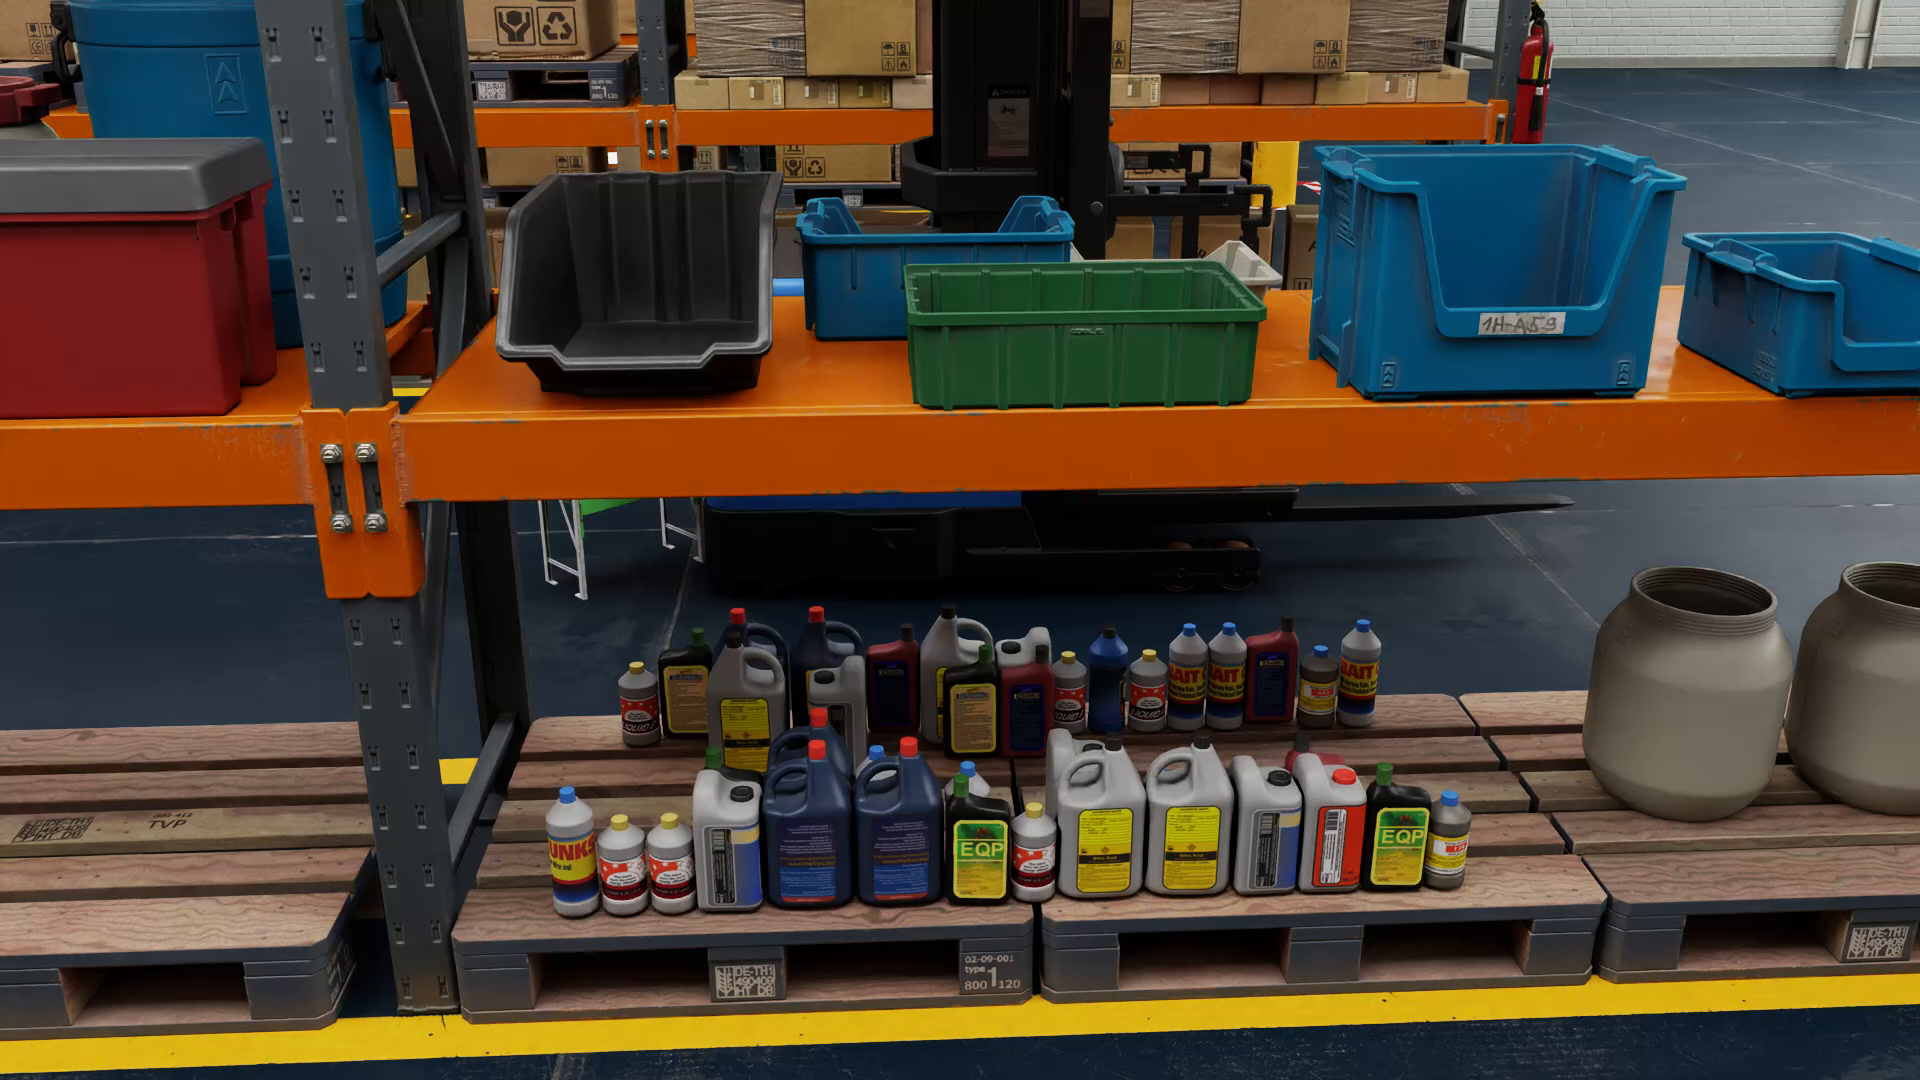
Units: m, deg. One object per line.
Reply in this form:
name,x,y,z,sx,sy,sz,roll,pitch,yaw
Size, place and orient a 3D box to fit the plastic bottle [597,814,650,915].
plastic bottle,-0.702,0.668,3.464,0.097,0.201,0.097,0,21,0

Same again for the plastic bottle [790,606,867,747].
plastic bottle,-0.329,0.332,4.138,0.185,0.351,0.144,-2,21,-6

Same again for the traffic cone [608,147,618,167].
traffic cone,-3.037,-3.428,14.474,0.334,0.463,0.336,-1,21,-3

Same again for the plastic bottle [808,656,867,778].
plastic bottle,-0.295,0.419,4.014,0.135,0.276,0.152,-1,21,-3

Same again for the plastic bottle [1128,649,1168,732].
plastic bottle,0.478,0.377,4.229,0.097,0.201,0.097,0,21,0

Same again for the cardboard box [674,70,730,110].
cardboard box,-1.198,-2.121,7.828,0.250,0.149,0.380,-1,21,-3

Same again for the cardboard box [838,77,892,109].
cardboard box,-0.450,-2.144,7.891,0.250,0.149,0.380,-1,21,-3

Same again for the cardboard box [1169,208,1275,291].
cardboard box,1.345,-1.419,8.554,0.500,0.500,0.500,4,21,11

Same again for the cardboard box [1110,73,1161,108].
cardboard box,0.800,-2.157,7.925,0.250,0.149,0.380,-1,21,-3

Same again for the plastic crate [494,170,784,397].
plastic crate,-0.617,-0.517,3.351,0.504,0.338,0.767,-1,21,-3

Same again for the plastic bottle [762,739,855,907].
plastic bottle,-0.317,0.582,3.480,0.185,0.351,0.144,-1,21,-2

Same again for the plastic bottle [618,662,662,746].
plastic bottle,-0.802,0.403,4.161,0.097,0.201,0.097,0,21,0

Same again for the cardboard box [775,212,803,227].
cardboard box,-1.028,-1.362,8.407,0.500,0.500,0.500,-2,21,-5

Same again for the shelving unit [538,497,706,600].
shelving unit,-1.168,-0.451,5.618,0.503,1.200,0.258,-19,28,-41

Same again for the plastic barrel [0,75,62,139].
plastic barrel,-2.114,-0.703,3.561,0.433,0.535,0.433,0,21,0

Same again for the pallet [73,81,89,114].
pallet,-3.449,-2.224,8.017,1.213,0.211,1.003,-1,21,-3

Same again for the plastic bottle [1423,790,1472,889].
plastic bottle,1.038,0.633,3.557,0.097,0.201,0.097,0,21,0

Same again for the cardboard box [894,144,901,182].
cardboard box,-0.080,-3.315,13.009,0.875,0.875,0.875,-1,21,-3

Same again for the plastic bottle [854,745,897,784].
plastic bottle,-0.179,0.574,3.615,0.097,0.271,0.097,0,21,0

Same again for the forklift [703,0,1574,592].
forklift,0.629,-1.382,5.630,3.031,2.935,1.130,-1,21,-3

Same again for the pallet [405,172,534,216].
pallet,-3.599,-2.733,13.002,1.213,0.211,1.003,-1,21,-3

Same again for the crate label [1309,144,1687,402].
crate label,1.025,-0.545,3.288,0.616,0.435,0.502,-1,21,-3

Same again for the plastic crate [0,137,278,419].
plastic crate,-1.613,-0.492,3.108,0.583,0.464,0.402,-1,21,-3

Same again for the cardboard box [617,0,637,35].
cardboard box,-2.622,-4.035,12.364,0.500,0.500,0.500,-1,21,-4

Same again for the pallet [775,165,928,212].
pallet,-0.848,-2.789,13.149,1.213,0.211,1.003,-1,21,-3

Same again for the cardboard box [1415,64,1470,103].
cardboard box,2.291,-2.225,8.103,0.250,0.149,0.380,-1,21,-3

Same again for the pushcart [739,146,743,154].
pushcart,-1.815,-3.826,15.641,0.936,0.377,1.648,-9,23,-22

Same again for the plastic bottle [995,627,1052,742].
plastic bottle,0.156,0.359,4.173,0.135,0.276,0.152,-1,21,-2

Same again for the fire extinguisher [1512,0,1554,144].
fire extinguisher,2.705,-2.224,7.856,0.183,0.674,0.296,-1,21,-3

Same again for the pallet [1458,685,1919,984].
pallet,1.962,0.674,4.054,1.213,0.211,1.003,-1,21,-3

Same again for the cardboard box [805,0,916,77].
cardboard box,-0.476,-2.511,7.942,0.500,0.500,0.875,-1,21,-3

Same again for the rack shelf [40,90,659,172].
rack shelf,-3.426,-1.964,8.074,4.000,0.370,1.077,-1,21,-3

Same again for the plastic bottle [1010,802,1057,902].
plastic bottle,0.155,0.651,3.510,0.097,0.201,0.097,0,21,0

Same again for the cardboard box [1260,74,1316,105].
cardboard box,1.544,-2.197,8.030,0.250,0.149,0.380,-1,21,-3

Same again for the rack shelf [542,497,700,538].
rack shelf,-1.168,-0.167,5.727,0.480,0.148,0.258,-19,28,-41

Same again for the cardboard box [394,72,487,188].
cardboard box,-4.120,-3.167,12.796,0.750,0.750,1.050,-1,21,-2

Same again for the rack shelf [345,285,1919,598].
rack shelf,0.850,-0.285,3.666,4.000,0.370,1.077,-1,21,-3

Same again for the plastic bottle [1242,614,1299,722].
plastic bottle,0.792,0.326,4.249,0.133,0.283,0.061,-1,21,-2

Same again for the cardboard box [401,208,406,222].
cardboard box,-3.080,-1.358,8.368,0.500,0.500,0.700,-3,21,-8

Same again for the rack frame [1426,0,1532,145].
rack frame,2.564,-2.422,8.266,0.127,3.000,1.000,-1,21,-3

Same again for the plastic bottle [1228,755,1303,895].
plastic bottle,0.646,0.596,3.549,0.135,0.276,0.152,-2,21,-5

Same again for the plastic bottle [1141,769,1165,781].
plastic bottle,0.431,0.594,3.660,0.097,0.201,0.097,0,21,0

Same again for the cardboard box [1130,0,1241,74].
cardboard box,1.019,-2.558,8.066,0.500,0.500,0.875,-1,21,-3

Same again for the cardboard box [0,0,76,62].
cardboard box,-4.335,-2.574,7.936,0.500,0.500,0.700,2,21,5
